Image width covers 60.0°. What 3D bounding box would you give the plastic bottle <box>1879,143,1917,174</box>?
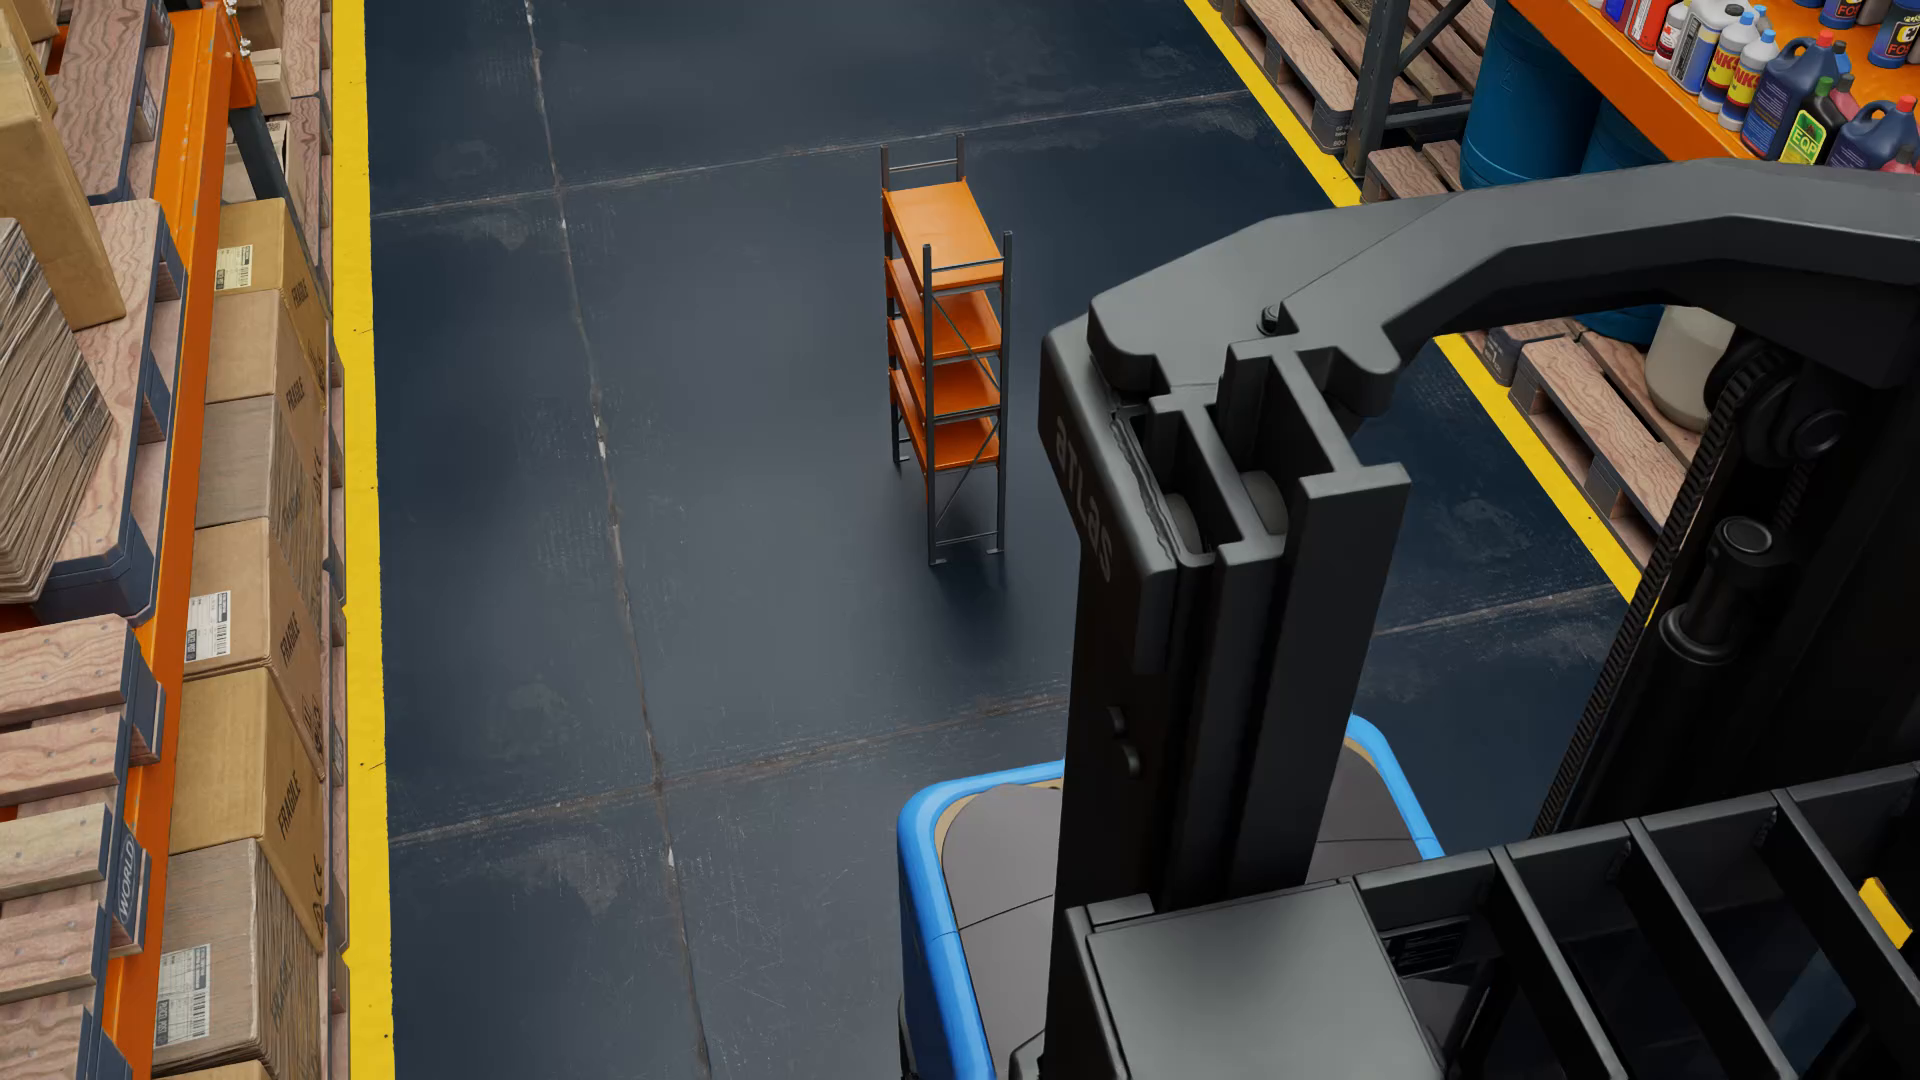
[{"bbox_3d":[2.261,-0.809,4.024,0.061,0.283,0.133,-11,47,-10],"label":"plastic bottle"}]

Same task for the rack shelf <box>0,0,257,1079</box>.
[{"bbox_3d":[-2.232,-0.085,3.737,1.077,0.370,4.000,-11,47,-10],"label":"rack shelf"}]

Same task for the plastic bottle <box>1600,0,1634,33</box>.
[{"bbox_3d":[1.954,-1.635,4.834,0.061,0.283,0.133,-11,47,-10],"label":"plastic bottle"}]

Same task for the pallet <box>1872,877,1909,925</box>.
[{"bbox_3d":[2.828,0.580,4.534,1.003,0.211,1.213,-11,47,-10],"label":"pallet"}]

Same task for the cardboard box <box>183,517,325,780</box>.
[{"bbox_3d":[-1.961,0.331,4.267,0.500,0.500,0.500,-12,47,-12],"label":"cardboard box"}]

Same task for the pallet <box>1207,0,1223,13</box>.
[{"bbox_3d":[1.504,-2.989,8.032,1.003,0.211,1.213,-11,47,-10],"label":"pallet"}]

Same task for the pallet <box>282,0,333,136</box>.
[{"bbox_3d":[-3.234,-2.060,7.121,1.003,0.211,1.213,-11,47,-10],"label":"pallet"}]

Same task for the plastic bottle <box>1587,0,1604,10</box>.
[{"bbox_3d":[1.943,-1.690,4.945,0.097,0.201,0.097,0,46,0],"label":"plastic bottle"}]

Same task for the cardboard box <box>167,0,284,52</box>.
[{"bbox_3d":[-3.230,-2.294,6.838,0.797,0.503,0.637,-11,47,-10],"label":"cardboard box"}]

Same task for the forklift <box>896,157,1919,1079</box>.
[{"bbox_3d":[0.686,1.168,2.053,1.130,2.935,3.031,-9,46,-9],"label":"forklift"}]

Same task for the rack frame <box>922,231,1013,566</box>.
[{"bbox_3d":[0.020,-0.366,4.768,0.240,1.200,0.015,-11,47,-10],"label":"rack frame"}]

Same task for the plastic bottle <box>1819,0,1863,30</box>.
[{"bbox_3d":[2.600,-1.634,4.841,0.097,0.271,0.097,0,46,0],"label":"plastic bottle"}]

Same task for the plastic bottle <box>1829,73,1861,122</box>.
[{"bbox_3d":[2.238,-1.039,4.250,0.061,0.283,0.133,-11,47,-10],"label":"plastic bottle"}]

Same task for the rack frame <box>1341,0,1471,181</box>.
[{"bbox_3d":[2.046,-2.621,5.718,1.000,3.000,0.127,-11,47,-10],"label":"rack frame"}]

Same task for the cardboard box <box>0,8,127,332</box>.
[{"bbox_3d":[-2.232,-0.691,3.463,0.700,0.500,0.500,-22,50,-20],"label":"cardboard box"}]

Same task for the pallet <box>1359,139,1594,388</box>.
[{"bbox_3d":[2.203,-1.104,6.184,1.003,0.211,1.213,-11,47,-10],"label":"pallet"}]

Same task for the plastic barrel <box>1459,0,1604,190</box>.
[{"bbox_3d":[2.168,-1.654,5.946,0.600,0.901,0.708,-11,47,-10],"label":"plastic barrel"}]

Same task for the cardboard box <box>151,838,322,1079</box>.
[{"bbox_3d":[-1.699,1.038,3.575,0.500,0.500,0.500,-12,47,-12],"label":"cardboard box"}]

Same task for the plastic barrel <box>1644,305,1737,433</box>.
[{"bbox_3d":[2.408,-0.623,5.208,0.421,0.512,0.421,0,46,0],"label":"plastic barrel"}]

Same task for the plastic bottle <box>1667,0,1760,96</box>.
[{"bbox_3d":[2.092,-1.389,4.597,0.152,0.276,0.135,-11,47,-10],"label":"plastic bottle"}]

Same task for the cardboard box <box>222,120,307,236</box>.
[{"bbox_3d":[-2.642,-1.260,5.959,0.500,0.311,0.500,-11,47,-10],"label":"cardboard box"}]

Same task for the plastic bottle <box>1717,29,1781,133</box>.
[{"bbox_3d":[2.120,-1.235,4.450,0.097,0.271,0.097,0,46,0],"label":"plastic bottle"}]

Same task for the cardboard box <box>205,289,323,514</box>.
[{"bbox_3d":[-2.222,-0.366,4.950,0.500,0.500,0.500,-11,47,-10],"label":"cardboard box"}]

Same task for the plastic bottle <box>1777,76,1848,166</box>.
[{"bbox_3d":[2.180,-1.028,4.239,0.061,0.283,0.133,-11,47,-10],"label":"plastic bottle"}]

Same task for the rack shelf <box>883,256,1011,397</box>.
[{"bbox_3d":[-0.042,-0.644,4.822,0.258,0.148,0.480,-11,47,-10],"label":"rack shelf"}]

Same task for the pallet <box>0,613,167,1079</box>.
[{"bbox_3d":[-1.961,0.656,2.641,1.213,0.211,1.003,-11,47,-10],"label":"pallet"}]

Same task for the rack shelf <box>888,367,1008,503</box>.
[{"bbox_3d":[-0.042,-0.348,5.123,0.258,0.148,0.480,-11,47,-10],"label":"rack shelf"}]

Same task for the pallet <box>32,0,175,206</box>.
[{"bbox_3d":[-2.645,-1.079,4.341,1.003,0.211,1.213,-11,47,-10],"label":"pallet"}]

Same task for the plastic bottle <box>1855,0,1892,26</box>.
[{"bbox_3d":[2.716,-1.671,4.874,0.152,0.276,0.135,-11,47,-10],"label":"plastic bottle"}]

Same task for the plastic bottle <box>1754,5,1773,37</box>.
[{"bbox_3d":[2.208,-1.398,4.659,0.097,0.201,0.097,0,46,0],"label":"plastic bottle"}]

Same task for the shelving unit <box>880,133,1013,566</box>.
[{"bbox_3d":[-0.042,-0.534,4.933,0.258,1.200,0.503,-11,47,-10],"label":"shelving unit"}]

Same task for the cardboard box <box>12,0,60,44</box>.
[{"bbox_3d":[-2.839,-1.532,4.287,0.700,0.500,0.500,-26,51,-23],"label":"cardboard box"}]

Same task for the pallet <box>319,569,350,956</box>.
[{"bbox_3d":[-2.183,0.657,4.458,1.003,0.211,1.213,-11,47,-10],"label":"pallet"}]
